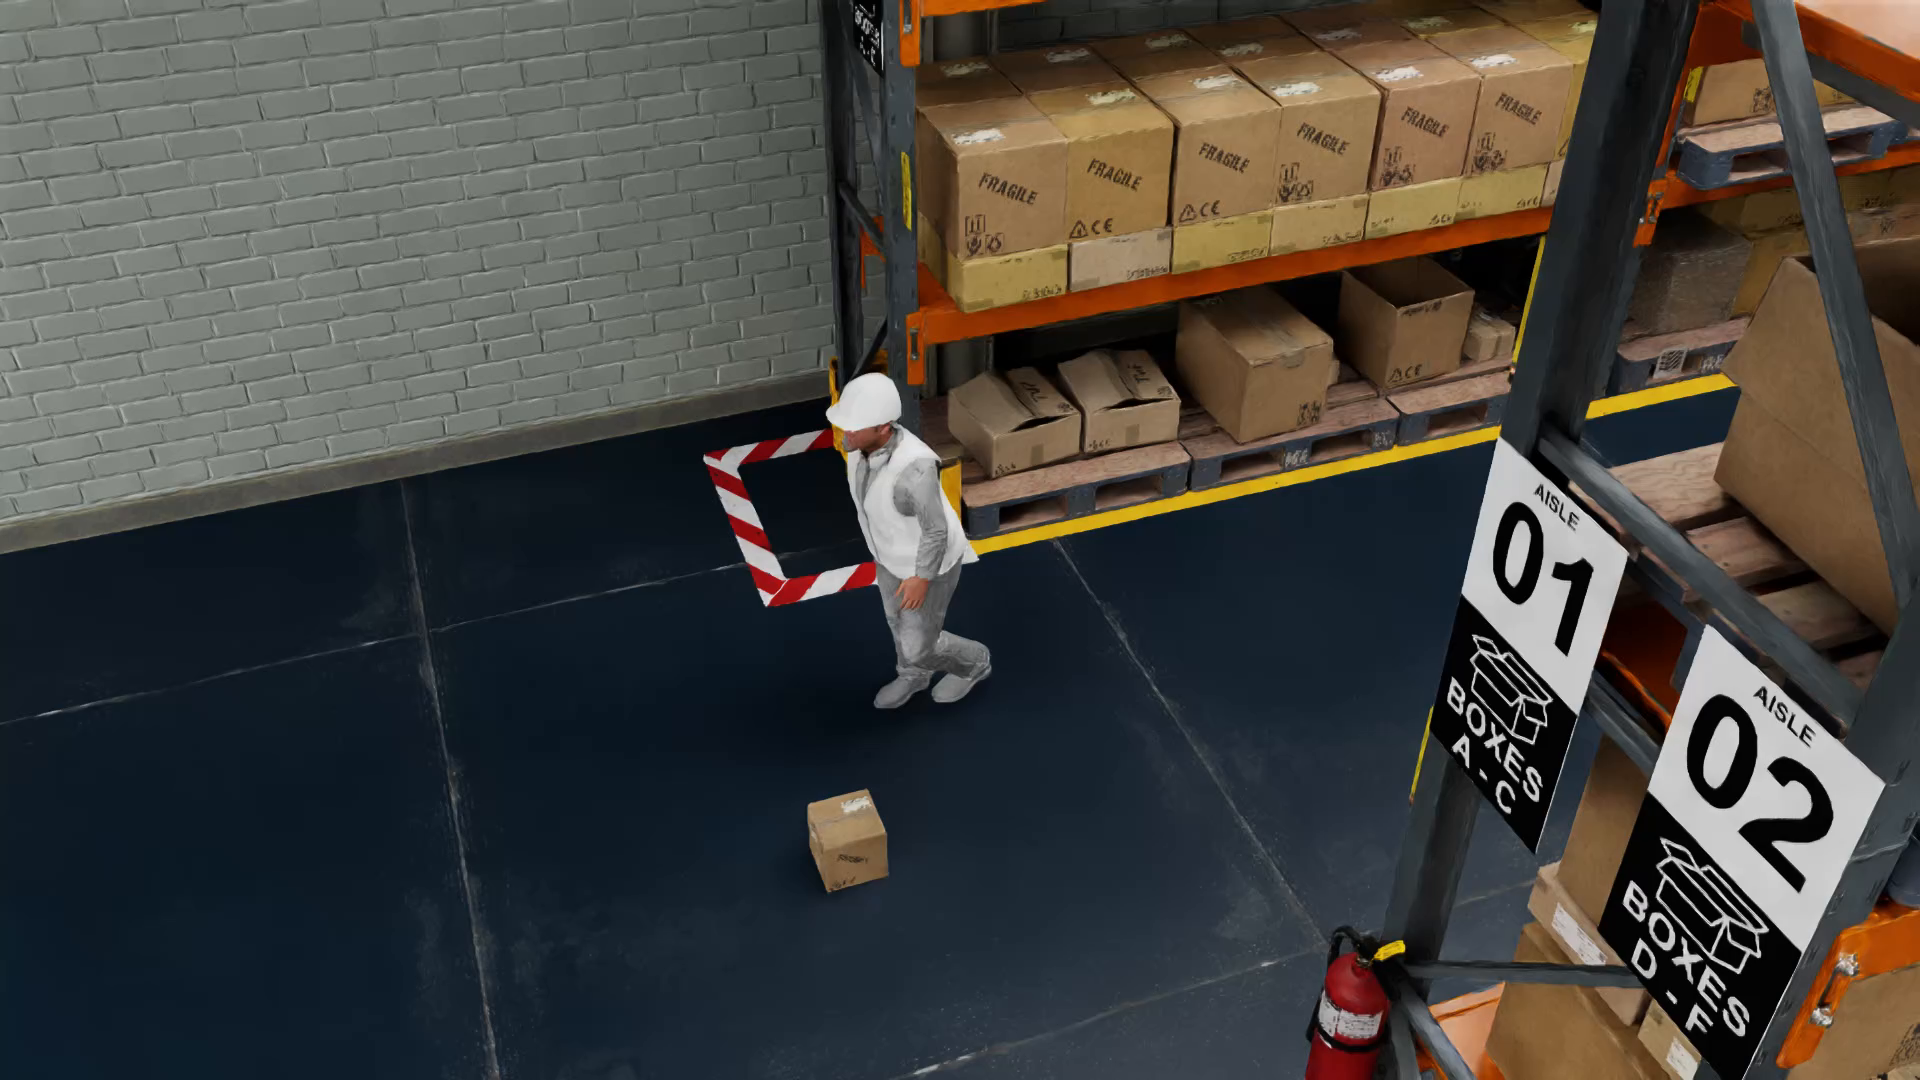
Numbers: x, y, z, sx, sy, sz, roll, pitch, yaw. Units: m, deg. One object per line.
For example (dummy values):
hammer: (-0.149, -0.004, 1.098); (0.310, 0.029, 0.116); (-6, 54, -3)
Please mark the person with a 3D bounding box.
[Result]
person: (-0.201, 0.039, 6.724); (0.670, 1.751, 0.546); (-25, 44, -29)
